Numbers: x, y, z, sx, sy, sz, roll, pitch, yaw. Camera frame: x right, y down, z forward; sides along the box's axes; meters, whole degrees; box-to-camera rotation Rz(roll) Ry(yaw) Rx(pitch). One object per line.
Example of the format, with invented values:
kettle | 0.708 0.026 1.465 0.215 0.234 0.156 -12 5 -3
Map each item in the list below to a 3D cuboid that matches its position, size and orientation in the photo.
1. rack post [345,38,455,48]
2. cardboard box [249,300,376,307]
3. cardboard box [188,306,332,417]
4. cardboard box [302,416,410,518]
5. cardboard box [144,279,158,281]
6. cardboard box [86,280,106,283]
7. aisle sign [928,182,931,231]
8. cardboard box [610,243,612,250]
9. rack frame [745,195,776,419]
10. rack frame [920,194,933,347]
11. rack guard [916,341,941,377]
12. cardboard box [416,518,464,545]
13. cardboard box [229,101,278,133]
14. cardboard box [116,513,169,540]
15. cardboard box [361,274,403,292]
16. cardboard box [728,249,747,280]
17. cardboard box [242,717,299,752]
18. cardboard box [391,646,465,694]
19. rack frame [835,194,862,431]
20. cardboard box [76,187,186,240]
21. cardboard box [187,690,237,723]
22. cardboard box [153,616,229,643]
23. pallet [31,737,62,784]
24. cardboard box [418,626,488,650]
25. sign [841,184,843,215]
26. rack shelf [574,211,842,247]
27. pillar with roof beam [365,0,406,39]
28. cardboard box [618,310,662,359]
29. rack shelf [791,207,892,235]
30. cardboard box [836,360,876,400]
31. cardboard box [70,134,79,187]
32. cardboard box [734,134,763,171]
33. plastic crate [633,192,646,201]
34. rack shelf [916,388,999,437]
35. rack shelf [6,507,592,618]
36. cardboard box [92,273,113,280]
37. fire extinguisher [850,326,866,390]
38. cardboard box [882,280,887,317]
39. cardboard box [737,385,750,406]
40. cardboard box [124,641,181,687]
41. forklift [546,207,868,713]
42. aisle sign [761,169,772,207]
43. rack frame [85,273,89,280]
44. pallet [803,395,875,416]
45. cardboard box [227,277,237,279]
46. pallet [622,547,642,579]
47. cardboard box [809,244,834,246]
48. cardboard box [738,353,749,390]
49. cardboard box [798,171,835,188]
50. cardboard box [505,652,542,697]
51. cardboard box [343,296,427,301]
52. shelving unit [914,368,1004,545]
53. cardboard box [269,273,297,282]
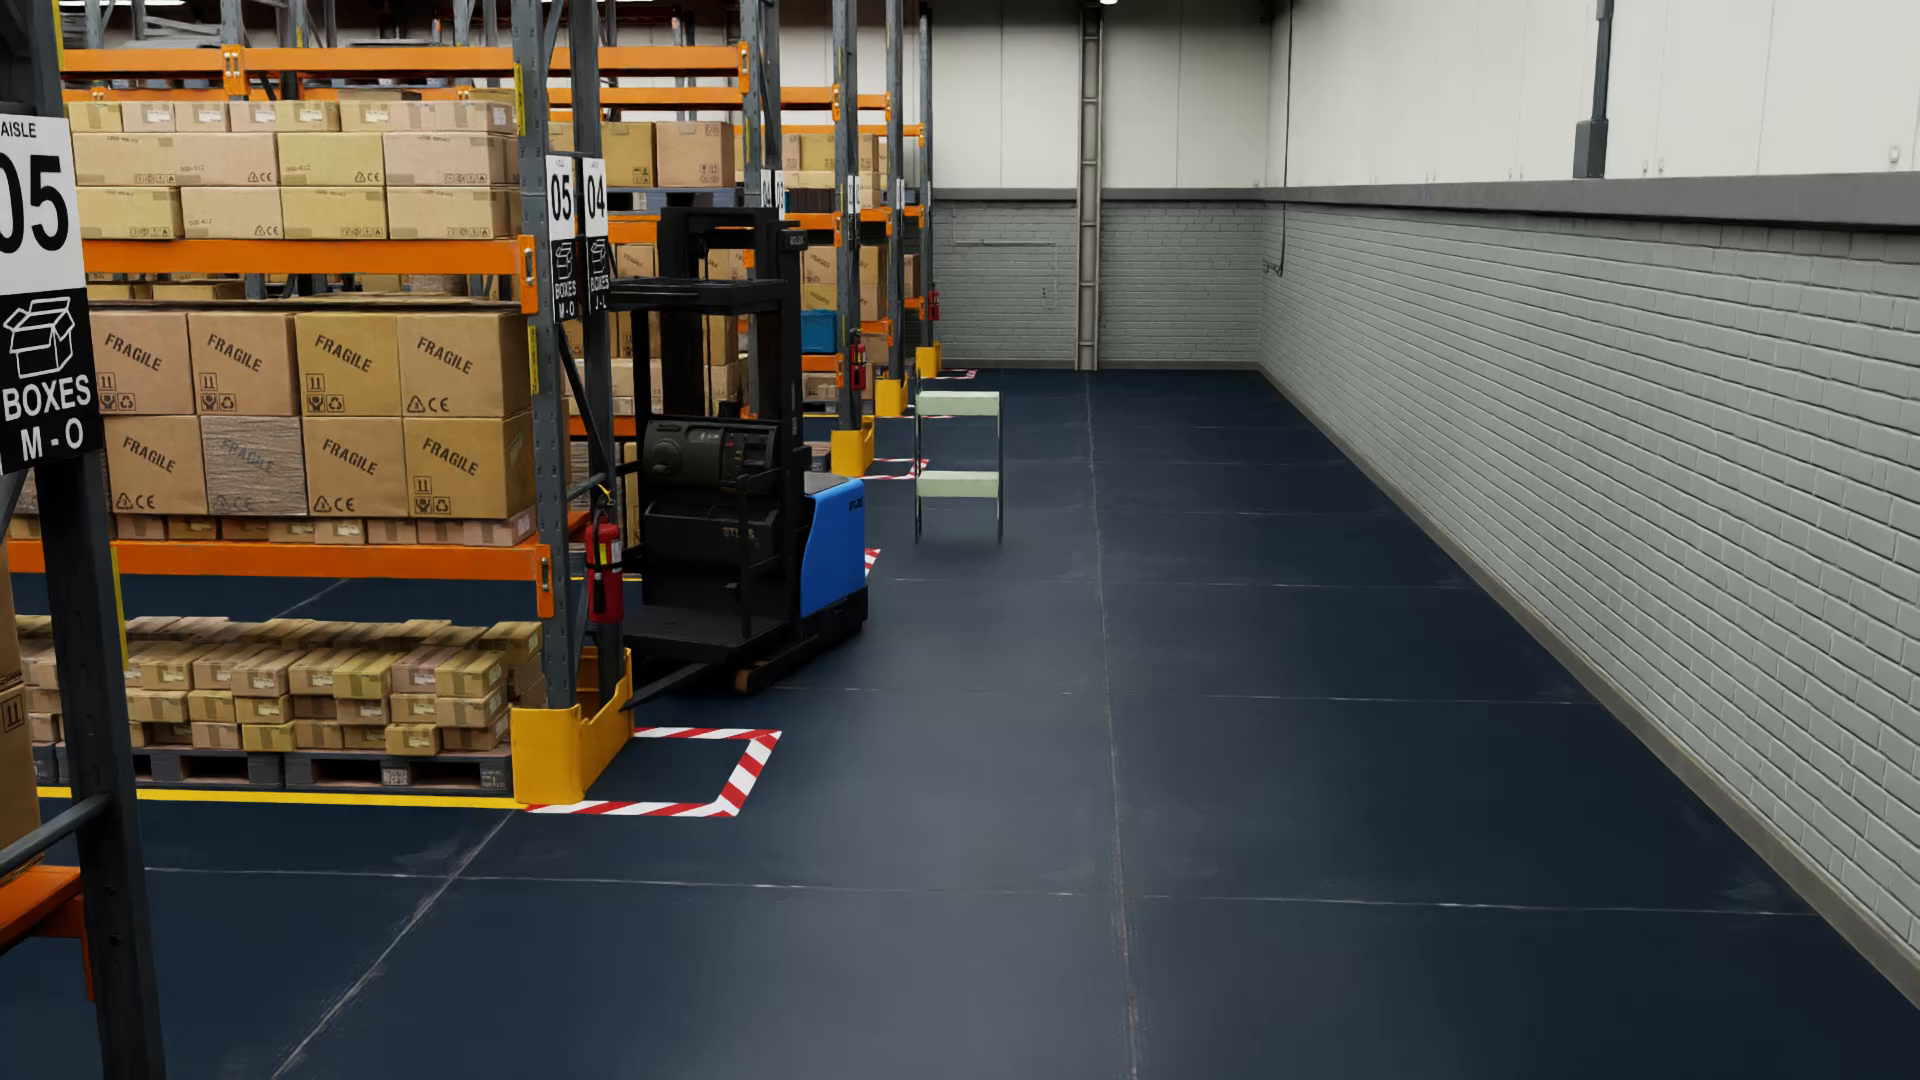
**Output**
rack post | -6.049 -5.247 18.060 0.954 0.300 0.937 1 12 3
cardboard box | -3.434 -1.013 8.873 0.500 0.500 0.500 1 12 2
cardboard box | -3.481 -0.903 8.347 0.500 0.500 0.500 1 12 7
cardboard box | -2.961 -0.408 8.421 0.500 0.500 0.500 1 12 3
cardboard box | -11.567 -3.479 23.831 0.500 0.500 0.500 2 12 8
cardboard box | -7.484 -1.882 13.746 0.637 0.503 0.797 1 12 6
aisle sign | -0.505 -5.509 27.431 0.004 0.787 0.394 1 12 4
cardboard box | -6.050 -4.895 27.994 0.500 0.250 0.500 1 12 5
rack frame | -1.550 -1.263 13.482 0.127 3.000 1.000 1 12 4
rack frame | -0.557 -4.299 27.995 0.127 3.000 1.000 1 12 4
rack guard | -0.533 -3.075 28.249 0.348 0.500 1.175 1 12 4
cardboard box | -2.572 -0.086 8.469 0.250 0.149 0.380 1 12 4
cardboard box | -3.349 -2.055 8.111 0.250 0.149 0.380 1 12 2
cardboard box | -4.125 -0.110 8.583 0.250 0.149 0.380 1 12 6
cardboard box | -8.231 -3.666 23.696 0.500 0.500 0.700 -3 12 -15
cardboard box | -2.881 -3.795 22.900 0.500 0.500 0.500 1 12 6
cardboard box | -3.549 0.978 8.703 0.250 0.149 0.380 0 12 1
cardboard box | -2.774 0.676 8.692 0.250 0.149 0.380 1 12 5
rack frame | -1.219 -2.275 18.319 0.127 3.000 1.000 1 12 4
cardboard box | -3.989 -1.617 8.212 0.500 0.250 0.500 1 12 6
cardboard box | -3.819 0.825 8.707 0.250 0.149 0.380 1 12 7
cardboard box | -4.295 0.547 9.312 0.250 0.149 0.380 0 12 2
pallet | -5.301 1.061 9.182 1.213 0.211 1.003 1 12 4
cardboard box | -2.766 0.591 9.099 0.250 0.149 0.380 1 12 5
sign | -1.240 -3.580 17.485 0.005 0.325 0.100 1 12 4
rack shelf | -3.215 -3.419 18.217 4.000 0.370 1.077 1 12 4
pillar with roof beam | -10.066 -6.660 24.629 0.548 9.000 9.100 1 12 4
cardboard box | -2.510 -1.771 13.718 0.500 0.500 0.500 0 12 2
rack shelf | -2.880 -4.431 23.054 4.000 0.370 1.077 1 12 4
cardboard box | -1.443 -2.236 23.163 0.500 0.500 0.500 1 12 4
cardboard box | -4.511 -1.873 8.214 0.500 0.250 0.500 1 12 5
cardboard box | -2.890 -5.332 22.922 0.500 0.500 0.700 1 12 4
plastic crate | -3.410 -3.779 18.471 0.530 0.282 0.437 1 12 4
rack shelf | -0.007 -1.116 14.535 0.720 0.370 0.431 1 12 4
rack shelf | -3.978 0.073 8.849 4.000 0.370 1.077 1 12 4
cardboard box | -14.542 -4.732 28.549 0.500 0.500 0.500 1 12 6
fire extinguisher | -1.099 -1.960 17.912 0.183 0.674 0.296 1 12 4
cardboard box | -1.310 -3.396 23.433 0.500 0.500 0.500 1 12 5
cardboard box | -1.882 -1.213 13.853 0.250 0.149 0.380 1 12 4
cardboard box | -4.329 0.655 8.797 0.250 0.149 0.380 0 12 1
forklift | -1.667 -0.576 10.364 1.130 2.935 3.031 5 13 21
aisle sign | -1.498 -2.474 12.918 0.004 0.787 0.394 1 12 4
rack frame | -12.858 -3.451 23.942 0.127 3.000 1.000 1 12 4
pallet | -1.756 -1.934 23.498 1.213 0.211 1.003 1 12 4
cardboard box | -12.985 -4.450 29.033 0.500 0.250 0.500 1 12 4
pallet | -2.353 0.107 13.744 1.213 0.211 1.003 1 12 4
cardboard box | -1.832 -3.891 23.357 0.500 0.500 0.500 1 12 4
cardboard box | -2.011 -1.397 13.762 0.500 0.250 0.500 0 12 2
cardboard box | -1.913 -4.888 22.631 0.500 0.250 0.500 1 12 4
cardboard box | -2.488 0.733 9.148 0.250 0.149 0.380 1 12 6
cardboard box | -4.590 -1.690 13.331 0.500 0.500 0.500 1 12 4
shelving unit | -0.007 -0.734 14.615 0.755 1.500 0.431 1 12 4
cardboard box | -11.468 -4.705 28.614 0.500 0.500 0.700 2 12 10
